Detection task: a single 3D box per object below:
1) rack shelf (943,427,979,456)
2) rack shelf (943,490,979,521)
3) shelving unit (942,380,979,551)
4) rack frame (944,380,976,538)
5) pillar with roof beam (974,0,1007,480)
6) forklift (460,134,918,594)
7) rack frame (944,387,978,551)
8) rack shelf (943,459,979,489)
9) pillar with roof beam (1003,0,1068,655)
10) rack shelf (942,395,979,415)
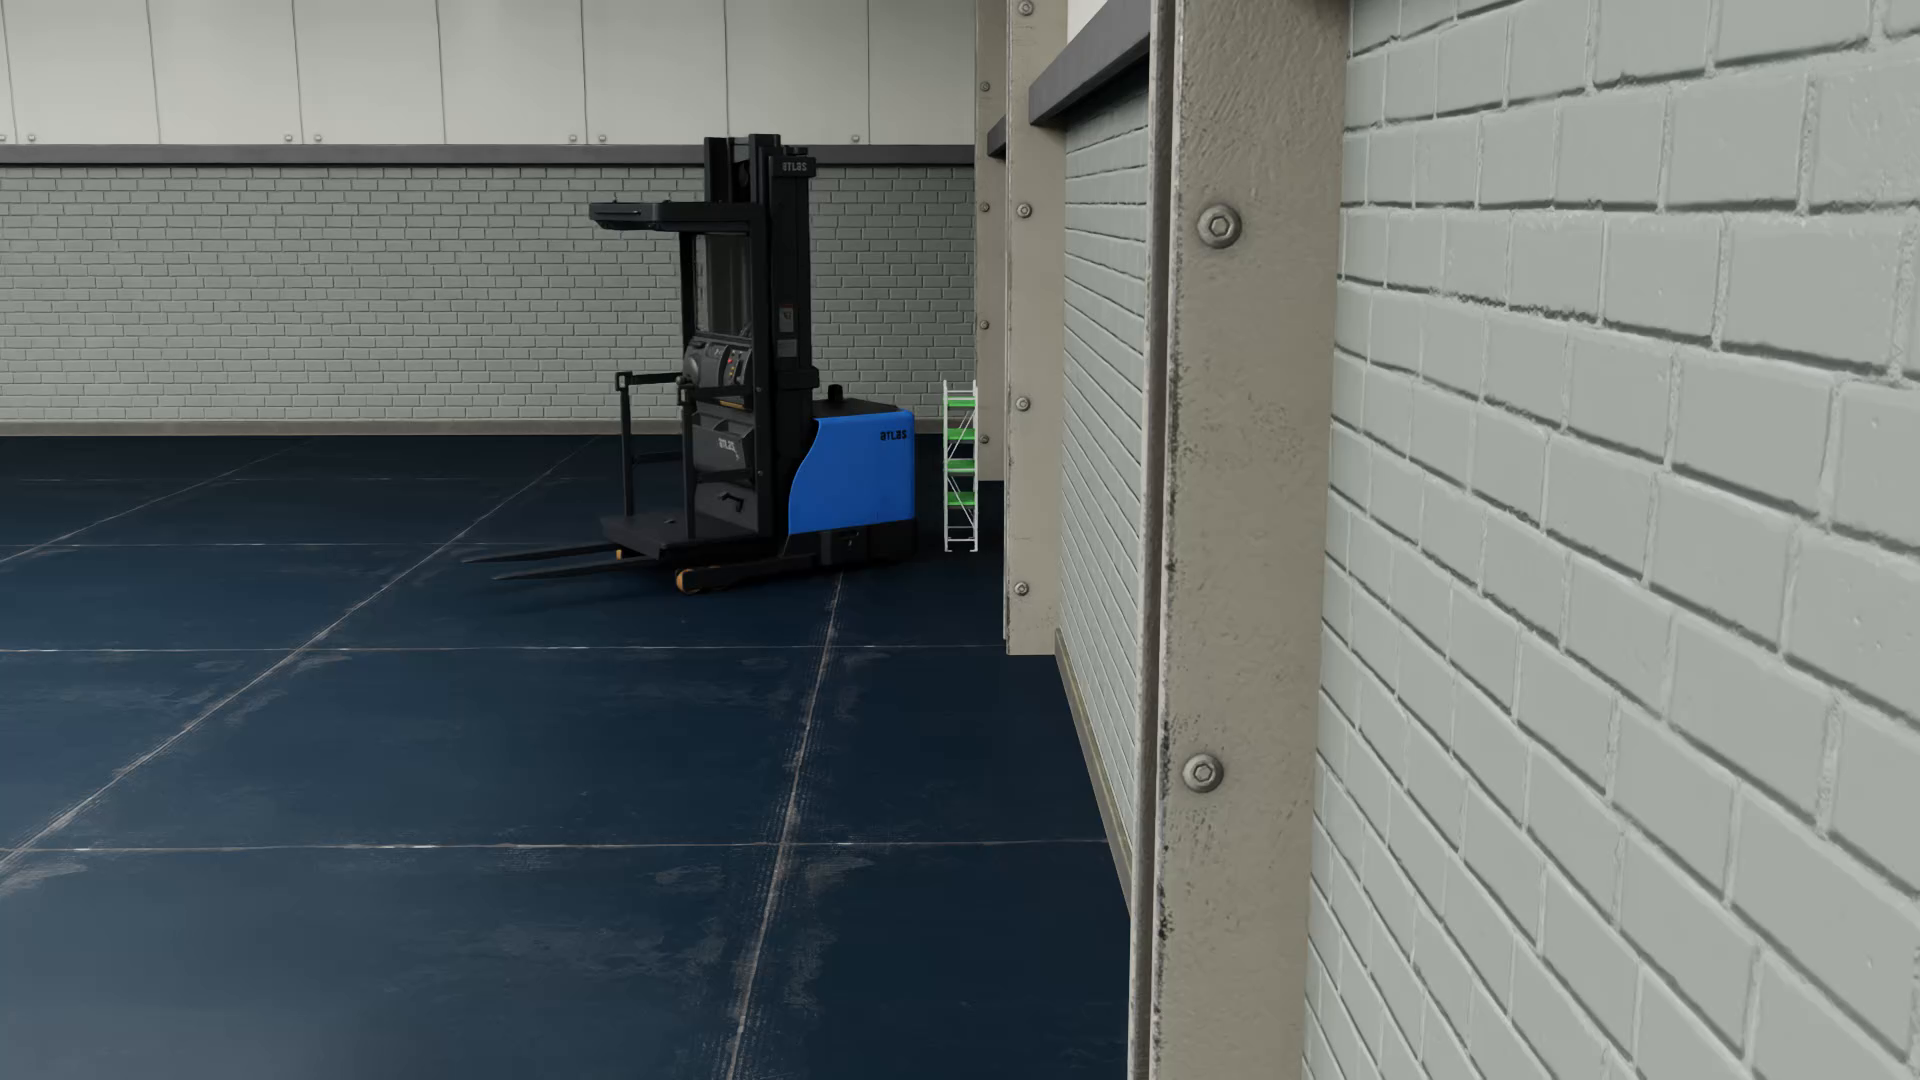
[{"bbox_3d":[0.003,-0.728,12.243,0.258,0.148,0.480,0,11,-1],"label":"rack shelf"},{"bbox_3d":[0.003,-0.257,12.338,0.258,0.148,0.480,0,11,-1],"label":"rack shelf"},{"bbox_3d":[0.003,-0.555,12.278,0.258,1.200,0.503,0,11,-1],"label":"shelving unit"},{"bbox_3d":[-0.002,-0.604,12.517,0.240,1.200,0.015,0,11,-1],"label":"rack frame"},{"bbox_3d":[-4.015,-4.979,14.466,9.100,9.000,0.400,0,11,-1],"label":"pillar with roof beam"},{"bbox_3d":[-1.807,-1.203,11.115,3.031,2.935,1.130,-8,14,-34],"label":"forklift"},{"bbox_3d":[0.008,-0.507,12.039,0.240,1.200,0.015,0,11,-1],"label":"rack frame"},{"bbox_3d":[0.003,-0.492,12.290,0.258,0.148,0.480,0,11,-1],"label":"rack shelf"},{"bbox_3d":[-3.891,-3.786,8.587,9.100,9.000,0.400,0,11,-1],"label":"pillar with roof beam"},{"bbox_3d":[0.003,-0.963,12.195,0.258,0.148,0.480,0,11,-1],"label":"rack shelf"}]
